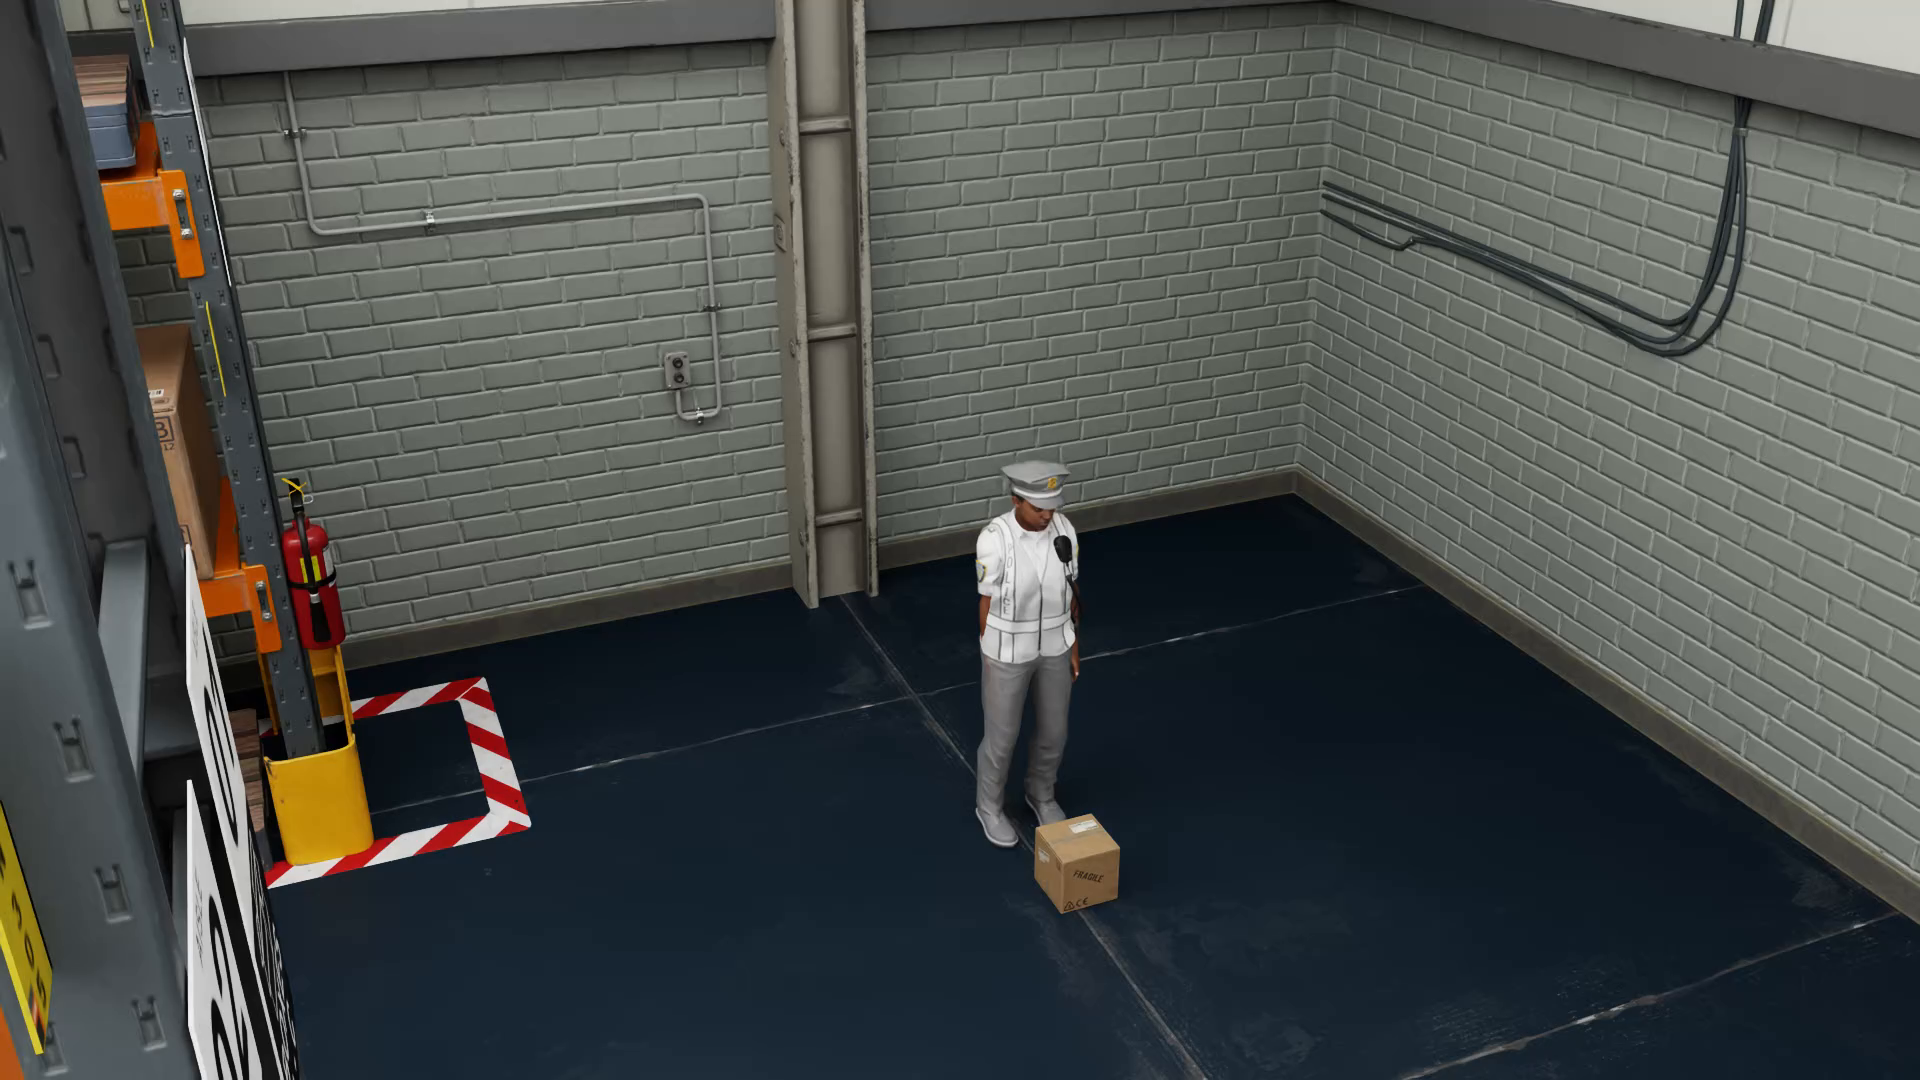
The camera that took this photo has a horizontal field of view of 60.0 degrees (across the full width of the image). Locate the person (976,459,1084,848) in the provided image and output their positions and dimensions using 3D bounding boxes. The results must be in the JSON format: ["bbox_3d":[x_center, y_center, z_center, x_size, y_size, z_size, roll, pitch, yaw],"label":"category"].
[{"bbox_3d":[0.286,0.458,6.694,0.438,1.662,0.341,-10,28,-20],"label":"person"}]
